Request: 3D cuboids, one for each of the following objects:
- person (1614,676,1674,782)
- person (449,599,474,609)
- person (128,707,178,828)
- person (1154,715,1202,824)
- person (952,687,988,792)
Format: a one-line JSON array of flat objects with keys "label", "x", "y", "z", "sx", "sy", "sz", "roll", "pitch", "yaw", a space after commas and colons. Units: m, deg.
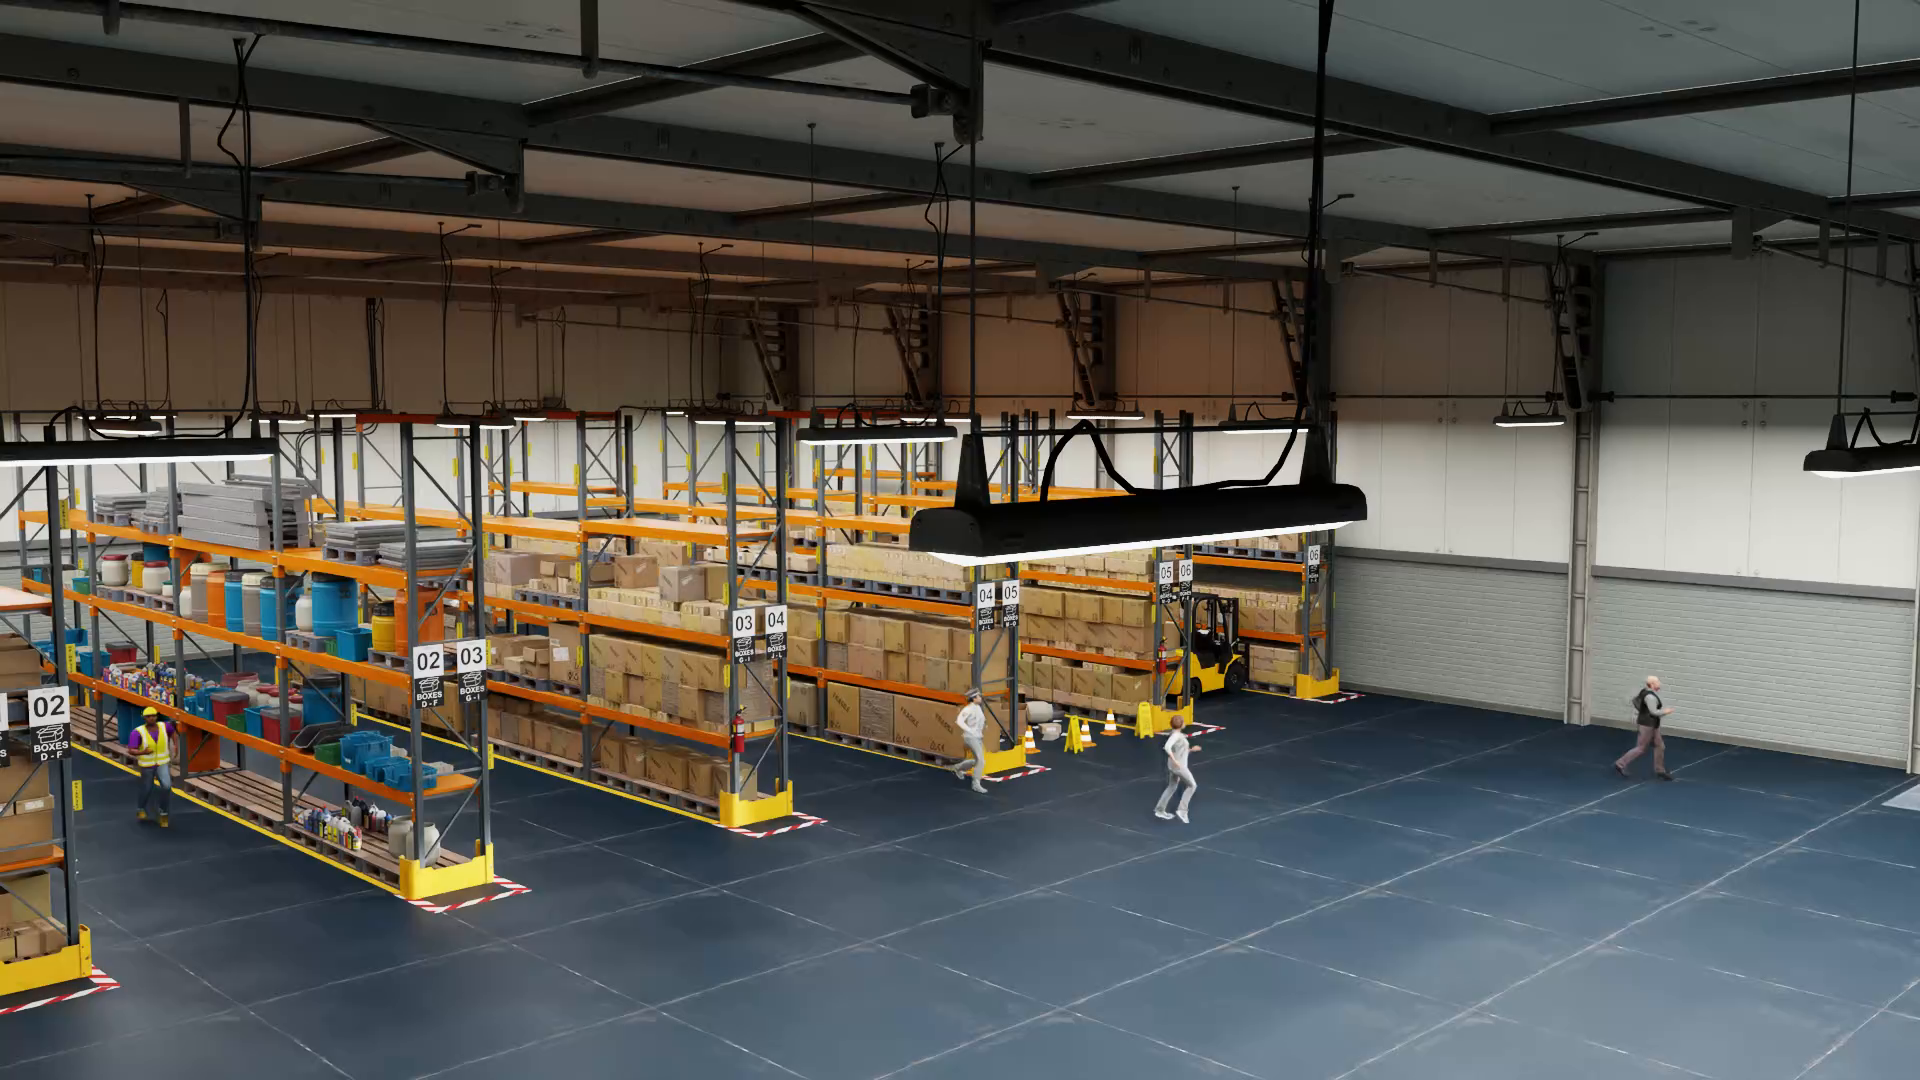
[{"label": "person", "x": 11.254, "y": 3.099, "z": 27.331, "sx": 0.945, "sy": 1.757, "sz": 0.665, "roll": 1, "pitch": 5, "yaw": 16}, {"label": "person", "x": -11.945, "y": 2.031, "z": 39.781, "sx": 0.828, "sy": 1.770, "sz": 0.954, "roll": 2, "pitch": 5, "yaw": 24}, {"label": "person", "x": -11.860, "y": 3.329, "z": 24.487, "sx": 0.710, "sy": 1.800, "sz": 0.886, "roll": -4, "pitch": 6, "yaw": -36}, {"label": "person", "x": 3.238, "y": 3.399, "z": 24.637, "sx": 0.685, "sy": 1.637, "sz": 0.503, "roll": -1, "pitch": 5, "yaw": -6}, {"label": "person", "x": 0.195, "y": 3.206, "z": 26.895, "sx": 0.729, "sy": 1.651, "sz": 0.647, "roll": 2, "pitch": 5, "yaw": 24}]
